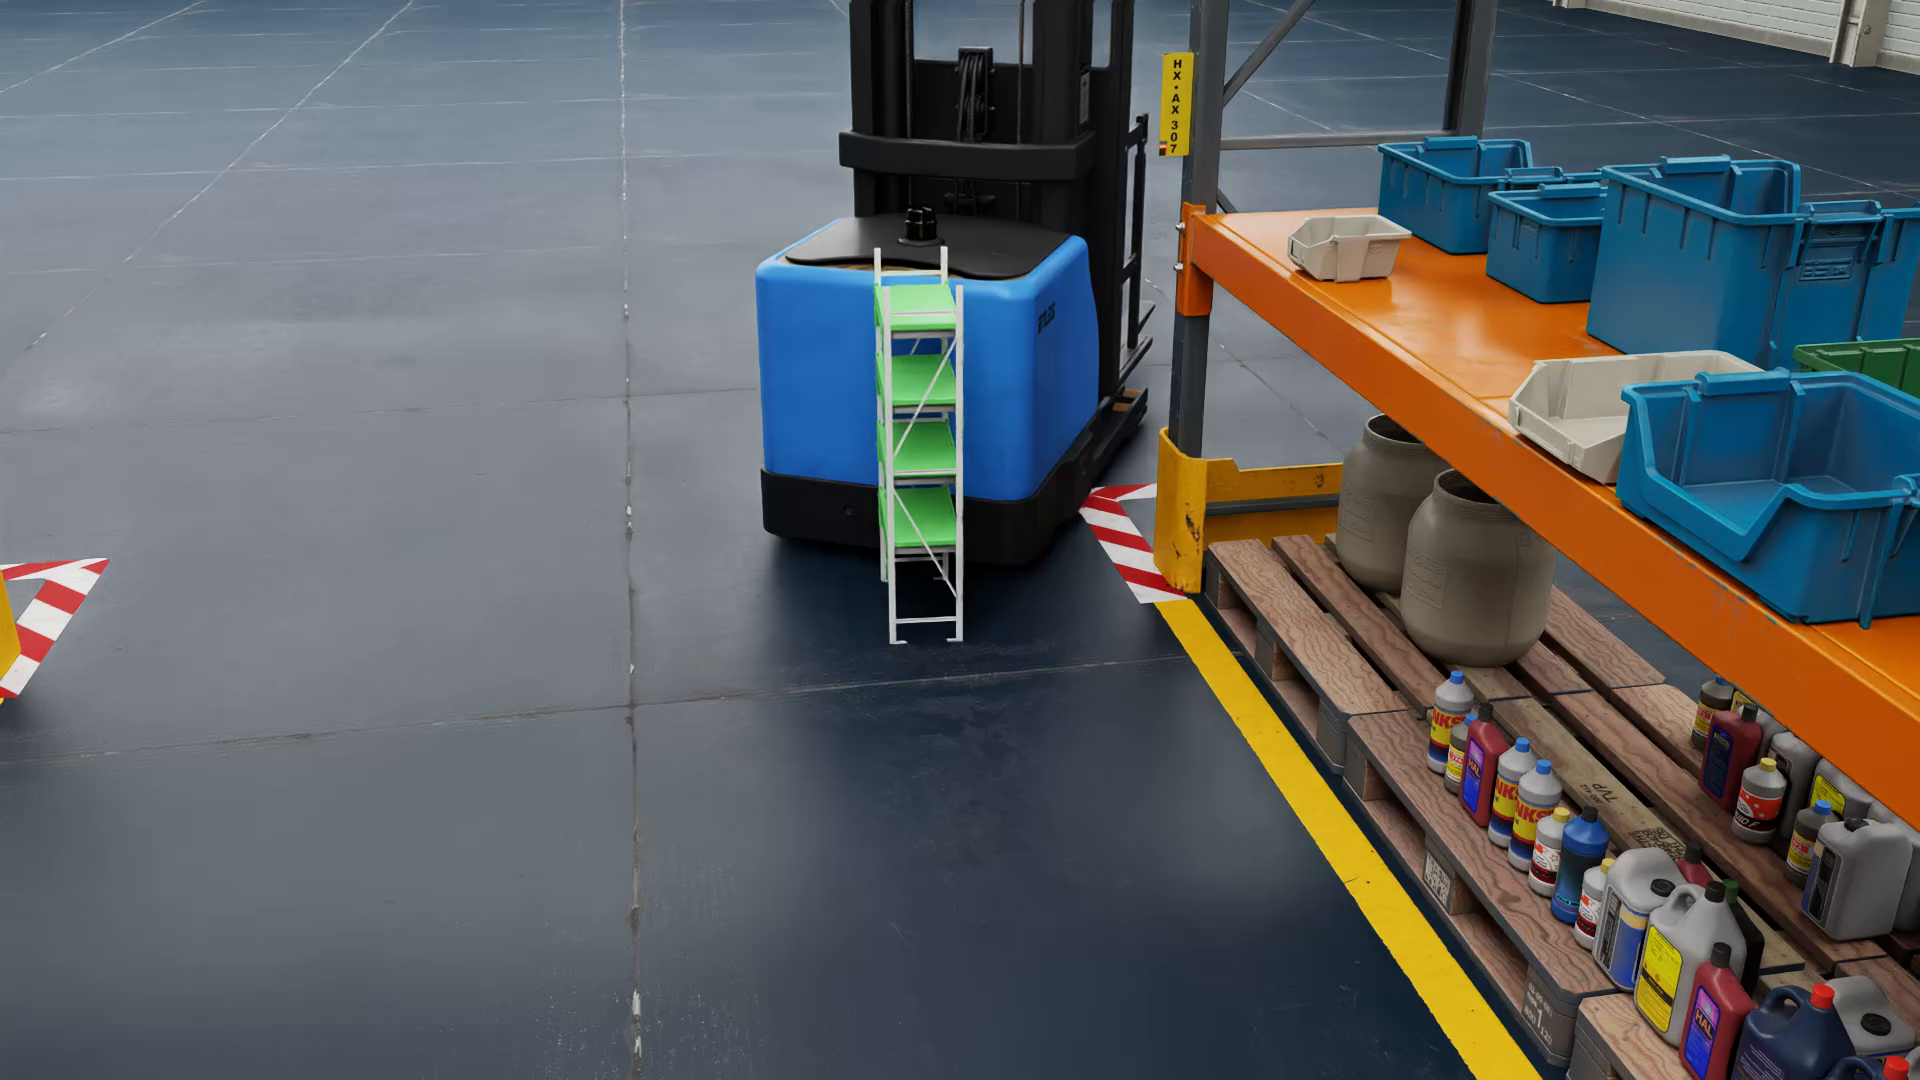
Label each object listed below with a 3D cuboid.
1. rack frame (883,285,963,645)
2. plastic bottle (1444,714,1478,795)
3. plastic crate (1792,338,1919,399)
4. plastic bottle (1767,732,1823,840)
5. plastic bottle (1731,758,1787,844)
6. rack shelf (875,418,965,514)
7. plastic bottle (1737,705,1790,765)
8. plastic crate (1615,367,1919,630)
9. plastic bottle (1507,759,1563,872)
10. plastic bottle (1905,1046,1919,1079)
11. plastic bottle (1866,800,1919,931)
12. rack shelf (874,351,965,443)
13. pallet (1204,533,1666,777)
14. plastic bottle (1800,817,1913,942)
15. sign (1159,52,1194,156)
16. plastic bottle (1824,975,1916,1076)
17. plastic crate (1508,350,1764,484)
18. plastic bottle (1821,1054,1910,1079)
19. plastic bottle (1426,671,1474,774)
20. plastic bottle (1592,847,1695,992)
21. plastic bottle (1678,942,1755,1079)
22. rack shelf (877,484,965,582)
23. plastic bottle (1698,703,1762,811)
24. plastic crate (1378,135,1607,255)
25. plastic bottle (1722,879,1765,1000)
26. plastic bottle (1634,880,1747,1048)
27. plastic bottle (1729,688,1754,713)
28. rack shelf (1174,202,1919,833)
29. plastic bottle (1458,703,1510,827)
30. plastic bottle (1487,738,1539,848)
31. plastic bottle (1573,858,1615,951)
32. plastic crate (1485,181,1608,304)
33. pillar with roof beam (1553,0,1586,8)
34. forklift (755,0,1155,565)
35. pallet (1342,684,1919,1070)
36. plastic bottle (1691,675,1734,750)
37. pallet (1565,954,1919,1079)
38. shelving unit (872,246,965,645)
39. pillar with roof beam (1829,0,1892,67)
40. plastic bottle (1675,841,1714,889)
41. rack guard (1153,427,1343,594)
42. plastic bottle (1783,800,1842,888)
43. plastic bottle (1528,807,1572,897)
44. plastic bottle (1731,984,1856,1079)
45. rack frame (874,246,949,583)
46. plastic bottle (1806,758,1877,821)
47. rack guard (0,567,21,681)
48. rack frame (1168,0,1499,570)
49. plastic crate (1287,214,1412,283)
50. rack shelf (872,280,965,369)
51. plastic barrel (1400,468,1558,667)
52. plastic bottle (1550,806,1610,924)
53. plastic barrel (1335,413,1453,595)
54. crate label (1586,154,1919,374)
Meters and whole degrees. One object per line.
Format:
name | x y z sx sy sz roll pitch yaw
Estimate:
rack frame | -0.111 -0.212 5.236 0.240 1.200 0.015 -2 24 -5
plastic bottle | 1.289 0.537 4.218 0.097 0.201 0.097 0 24 0
plastic crate | 2.006 -0.205 3.236 0.450 0.188 0.662 -4 24 -10
plastic bottle | 2.056 0.572 4.046 0.152 0.276 0.135 -5 24 -11
plastic bottle | 1.937 0.623 4.023 0.097 0.201 0.097 0 24 0
rack shelf | -0.136 -0.250 5.484 0.258 0.148 0.480 -2 24 -5
plastic bottle | 2.031 0.517 4.171 0.152 0.276 0.135 -4 24 -9
plastic crate | 1.509 -0.094 2.903 0.499 0.251 0.616 -4 24 -10
plastic bottle | 1.351 0.639 3.899 0.097 0.271 0.097 0 24 0
plastic bottle | 1.719 1.023 2.921 0.144 0.351 0.185 -4 24 -10
plastic bottle | 2.125 0.676 3.715 0.144 0.351 0.185 -4 24 -10
rack shelf | -0.136 -0.470 5.388 0.258 0.148 0.480 -2 24 -5
pallet | 1.446 0.304 5.290 1.003 0.211 1.213 -4 24 -10
plastic bottle | 1.984 0.731 3.682 0.152 0.276 0.135 -4 24 -10
sign | 0.699 -1.408 5.381 0.100 0.325 0.005 -4 24 -10
plastic bottle | 1.683 0.971 3.132 0.152 0.276 0.135 -4 24 -10
plastic crate | 1.431 -0.246 3.395 0.530 0.136 0.437 -4 24 -10
plastic bottle | 1.578 1.033 2.896 0.144 0.351 0.185 -5 24 -11
plastic bottle | 1.269 0.465 4.298 0.097 0.271 0.097 0 24 0
plastic bottle | 1.456 0.801 3.522 0.152 0.276 0.135 -4 24 -9
plastic bottle | 1.471 0.928 3.222 0.061 0.283 0.133 -3 24 -6
rack shelf | -0.136 -0.030 5.580 0.258 0.148 0.480 -2 24 -5
plastic bottle | 1.926 0.522 4.151 0.061 0.283 0.133 -4 24 -10
plastic crate | 1.627 -1.077 5.155 0.499 0.251 0.616 -4 24 -10
plastic bottle | 1.579 0.844 3.414 0.061 0.283 0.133 -4 24 -10
plastic bottle | 1.483 0.831 3.360 0.144 0.351 0.185 -4 24 -10
plastic bottle | 2.050 0.457 4.299 0.061 0.283 0.133 -4 24 -8
rack shelf | 1.610 -0.204 3.868 1.077 0.370 4.000 -4 24 -10
plastic bottle | 1.293 0.550 4.088 0.061 0.283 0.133 -4 24 -9
plastic bottle | 1.333 0.599 3.989 0.097 0.271 0.097 0 24 0
plastic bottle | 1.408 0.791 3.638 0.097 0.201 0.097 0 24 0
plastic crate | 1.742 -0.822 4.569 0.499 0.251 0.408 -4 24 -10
pillar with roof beam | 4.397 -11.353 21.001 9.100 9.000 0.400 -4 24 -10
forklift | 0.204 -1.817 6.748 1.130 2.935 3.031 7 25 16
pallet | 1.668 0.783 4.194 1.003 0.211 1.213 -4 24 -10
plastic bottle | 2.011 0.450 4.418 0.097 0.201 0.097 0 24 0
pallet | 1.897 1.264 3.093 1.003 0.211 1.213 -4 24 -10
shelving unit | -0.136 -0.309 5.458 0.258 1.200 0.503 -2 24 -5
pillar with roof beam | 5.506 -8.993 15.597 9.100 9.000 0.400 -4 24 -10
plastic bottle | 1.561 0.789 3.539 0.061 0.283 0.133 -4 24 -10
rack guard | 1.301 -0.148 5.965 1.175 0.500 0.348 -4 24 -10
plastic bottle | 1.980 0.697 3.853 0.097 0.201 0.097 0 24 0
plastic bottle | 1.370 0.710 3.824 0.097 0.201 0.097 0 24 0
plastic bottle | 1.542 0.958 3.069 0.144 0.351 0.185 -6 24 -12
rack frame | -0.161 -0.406 5.681 0.240 1.200 0.015 -2 24 -5
plastic bottle | 2.091 0.603 3.883 0.144 0.351 0.185 -3 24 -8
rack guard | -3.613 0.222 5.118 1.175 0.500 0.348 -4 24 -10
rack frame | 1.240 -1.320 5.525 1.000 3.000 0.127 -4 24 -10
plastic crate | 1.090 -0.824 4.718 0.298 0.136 0.250 -4 24 -10
rack shelf | -0.136 -0.690 5.292 0.258 0.148 0.480 -2 24 -5
plastic barrel | 1.530 0.078 4.908 0.421 0.512 0.421 0 24 0
plastic bottle | 1.389 0.718 3.716 0.097 0.271 0.097 0 24 0
plastic barrel | 1.437 -0.119 5.359 0.421 0.512 0.421 0 24 0
crate label | 1.847 -0.633 3.906 0.502 0.435 0.616 -4 24 -10
